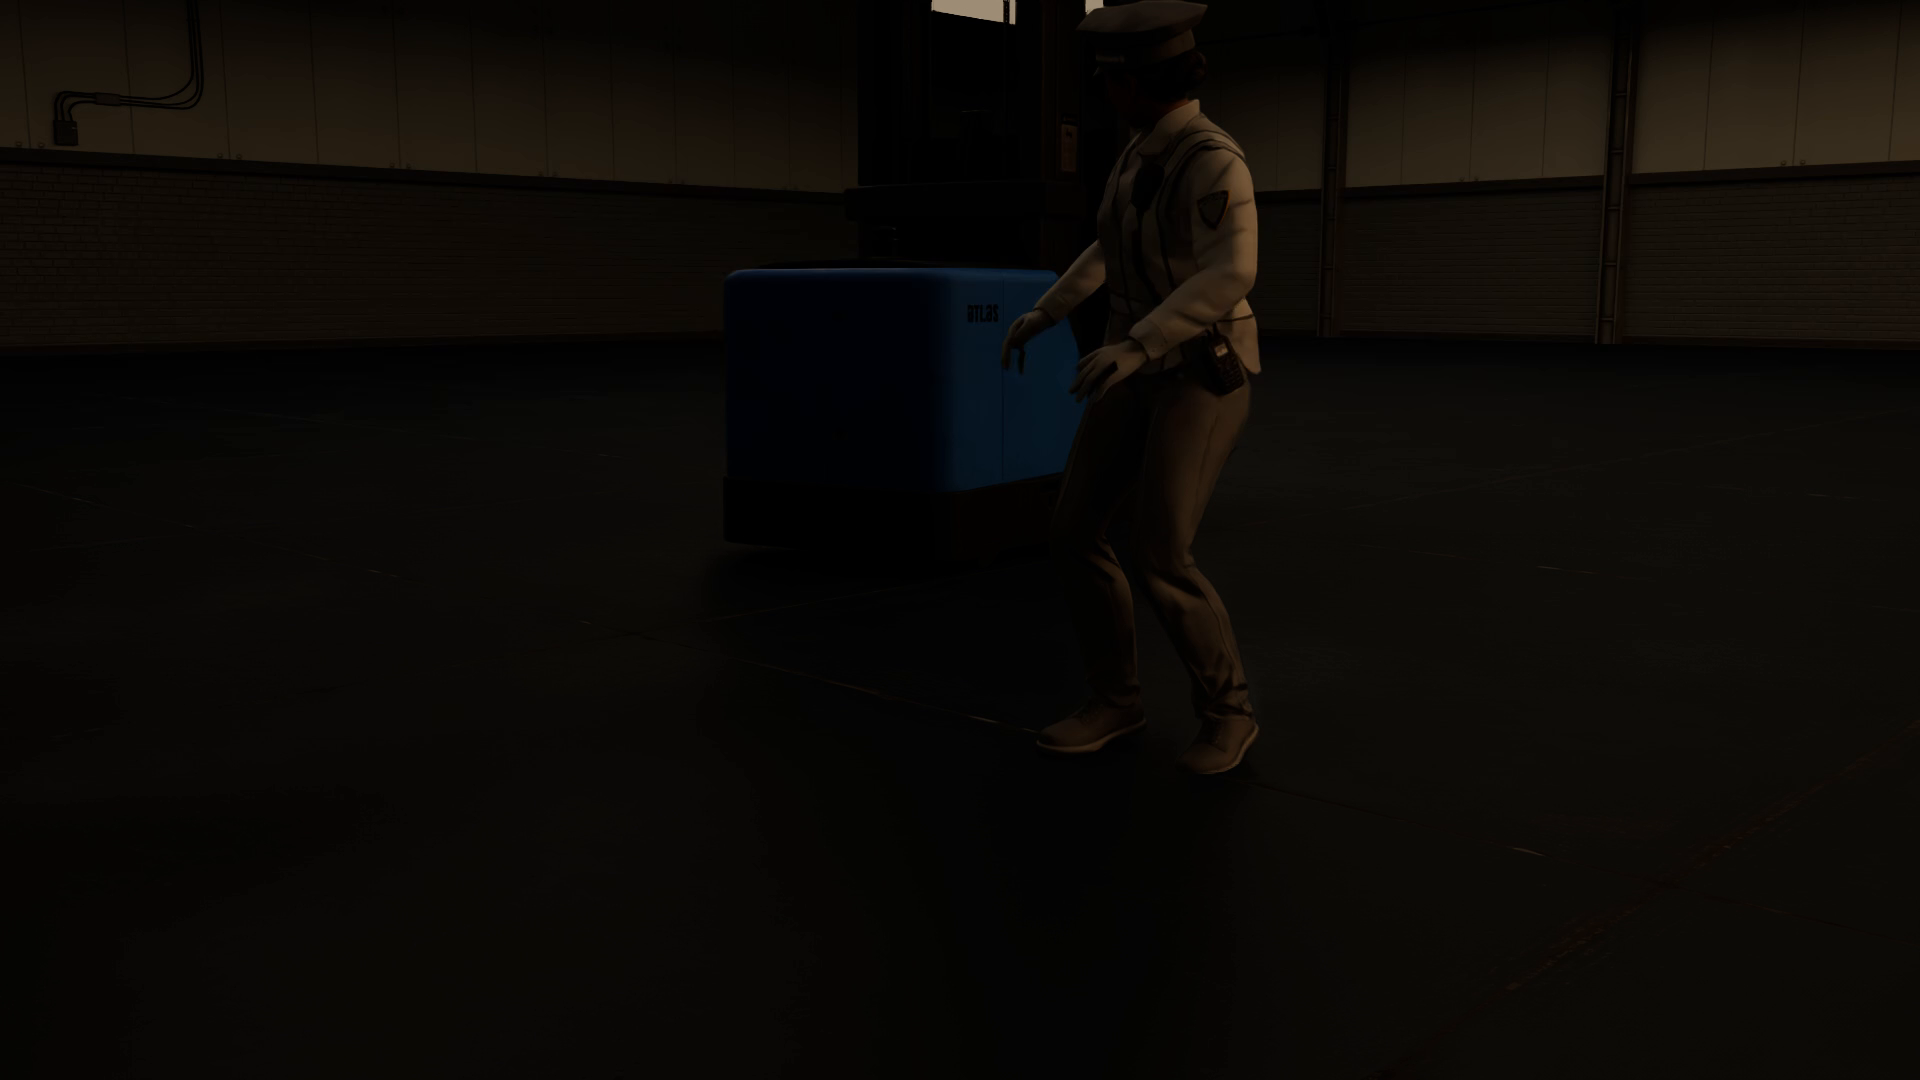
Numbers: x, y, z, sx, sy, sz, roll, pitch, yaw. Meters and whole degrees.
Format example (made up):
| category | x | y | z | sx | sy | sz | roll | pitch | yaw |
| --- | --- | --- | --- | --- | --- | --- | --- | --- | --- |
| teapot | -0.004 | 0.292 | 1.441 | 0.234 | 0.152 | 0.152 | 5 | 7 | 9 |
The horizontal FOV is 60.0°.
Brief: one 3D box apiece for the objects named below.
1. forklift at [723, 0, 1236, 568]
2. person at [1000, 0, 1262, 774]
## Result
| category | x | y | z | sx | sy | sz | roll | pitch | yaw |
| --- | --- | --- | --- | --- | --- | --- | --- | --- | --- |
| forklift | 0.308 | -1.528 | 7.024 | 1.130 | 2.935 | 3.031 | 5 | 10 | 31 |
| person | 0.366 | -0.315 | 3.537 | 0.624 | 1.626 | 0.729 | -5 | 10 | -30 |
